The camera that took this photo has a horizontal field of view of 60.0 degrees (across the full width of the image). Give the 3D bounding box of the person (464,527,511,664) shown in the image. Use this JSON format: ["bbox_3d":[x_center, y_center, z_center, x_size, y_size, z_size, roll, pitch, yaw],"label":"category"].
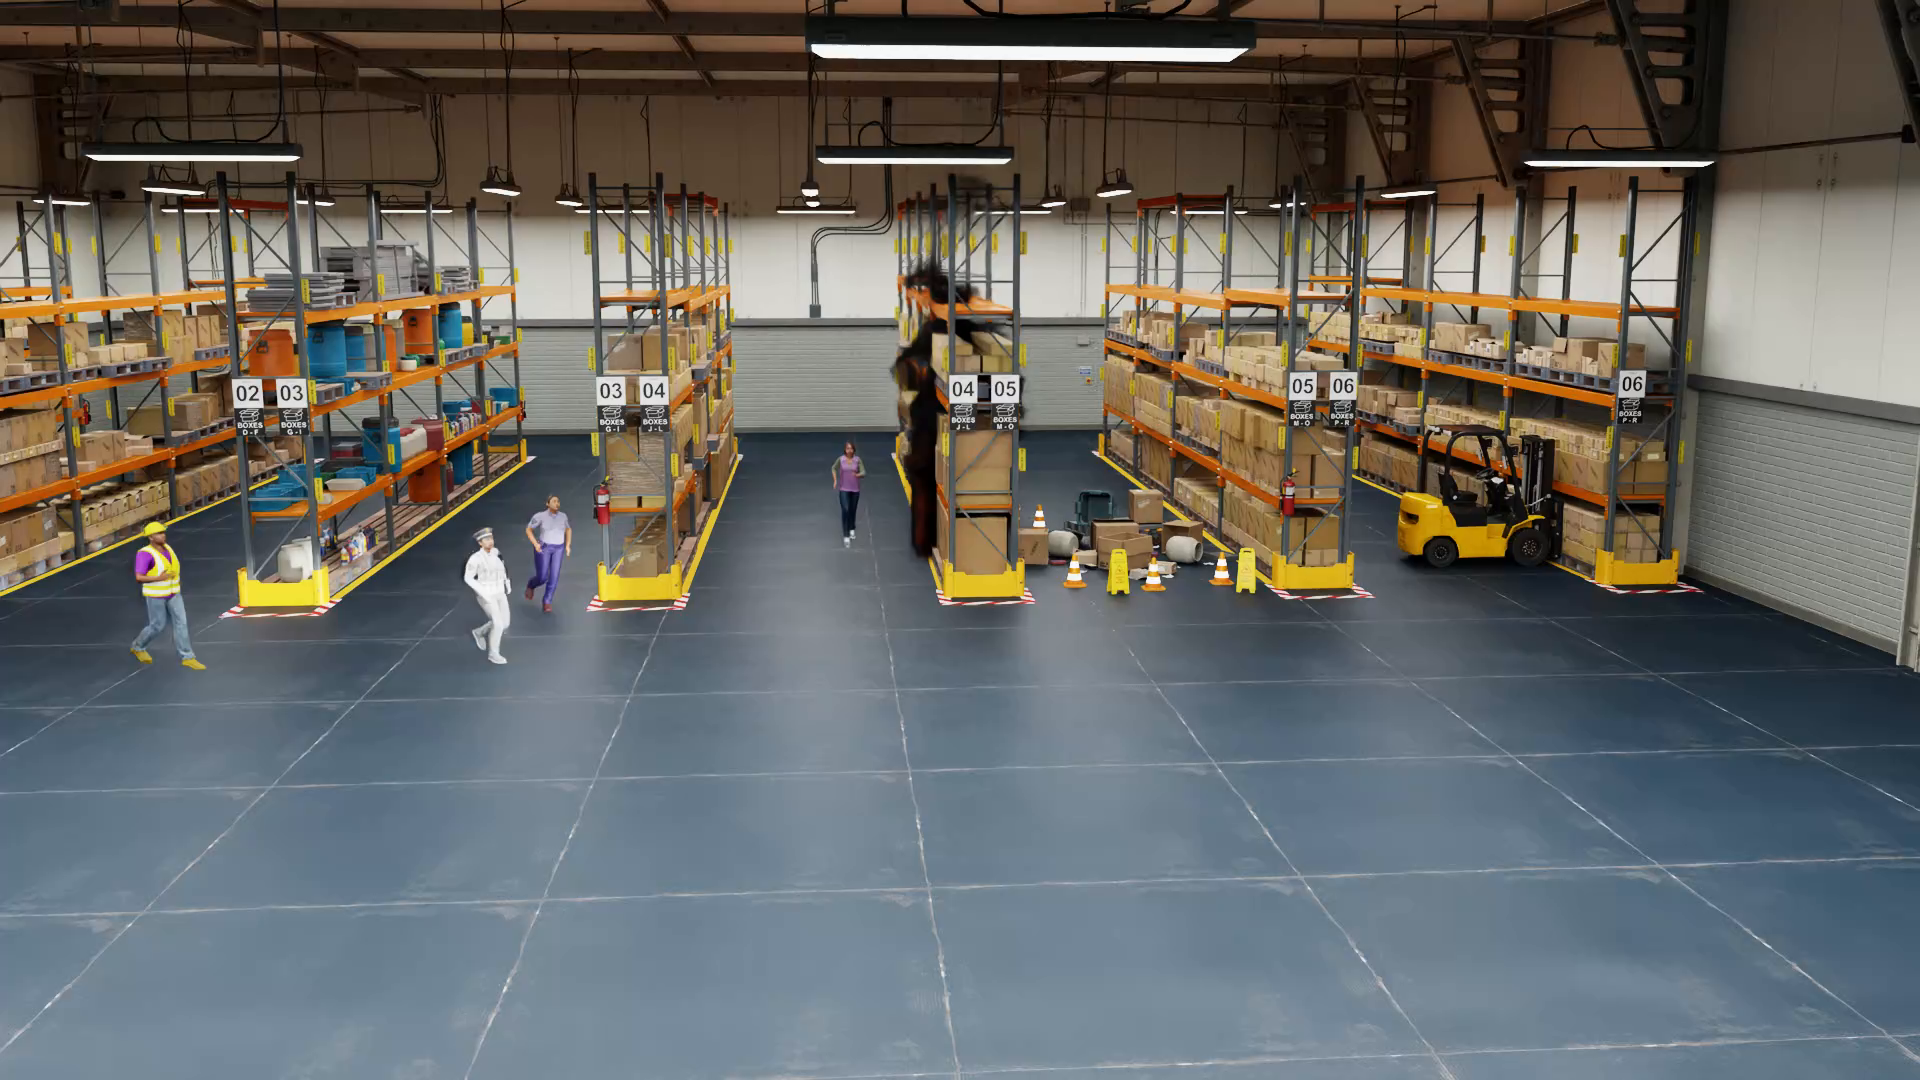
[{"bbox_3d":[-5.751,0.659,20.249,0.518,1.673,0.616,6,12,30],"label":"person"}]

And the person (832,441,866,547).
[{"bbox_3d":[-1.773,-0.758,26.643,0.516,1.651,0.708,-2,10,-11],"label":"person"}]

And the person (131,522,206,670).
[{"bbox_3d":[-9.464,0.661,19.722,0.962,1.771,0.695,3,11,18],"label":"person"}]

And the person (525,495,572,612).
[{"bbox_3d":[-5.716,0.166,23.273,0.657,1.569,0.694,-6,12,-32],"label":"person"}]
